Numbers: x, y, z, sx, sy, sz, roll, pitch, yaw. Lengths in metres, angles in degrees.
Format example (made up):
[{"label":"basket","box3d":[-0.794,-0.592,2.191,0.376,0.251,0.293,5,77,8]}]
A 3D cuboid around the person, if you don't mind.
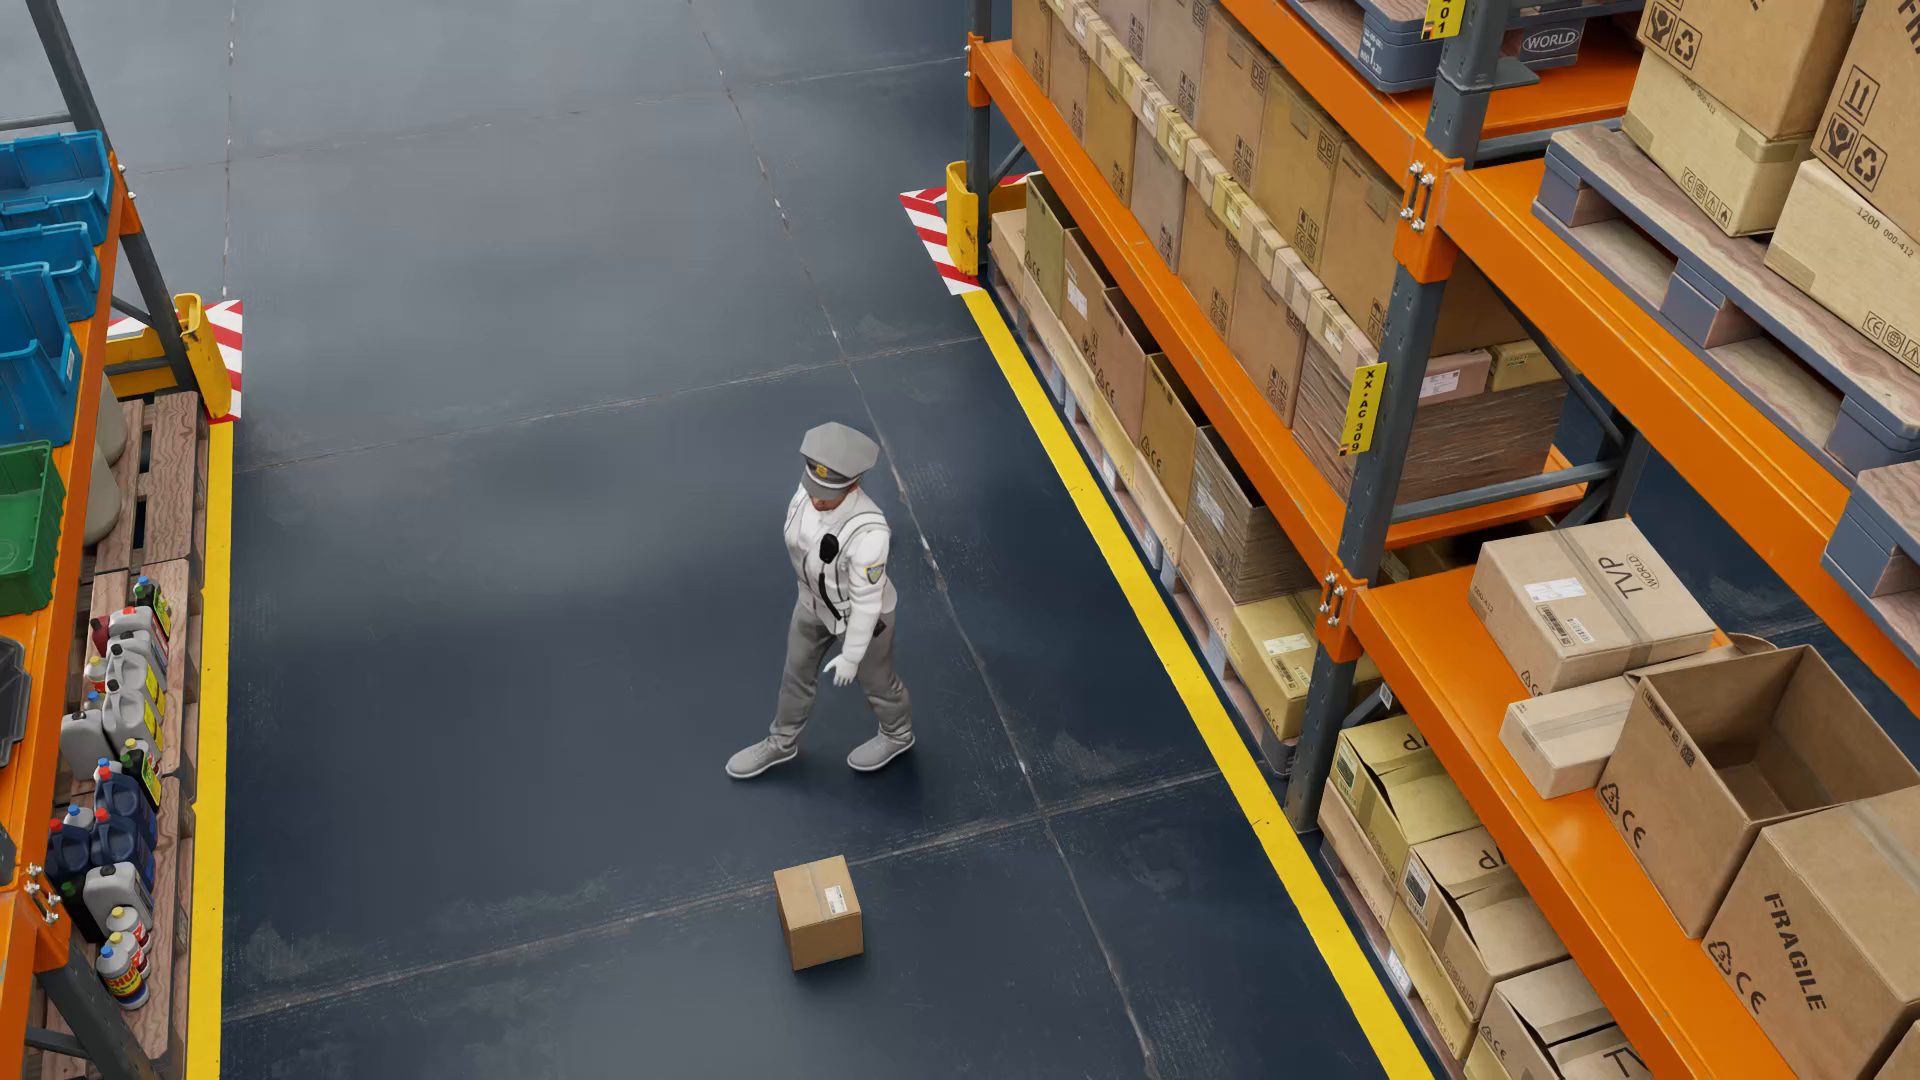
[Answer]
[{"label":"person","box3d":[-0.488,0.280,5.828,0.674,1.647,0.536,-29,50,-28]}]
